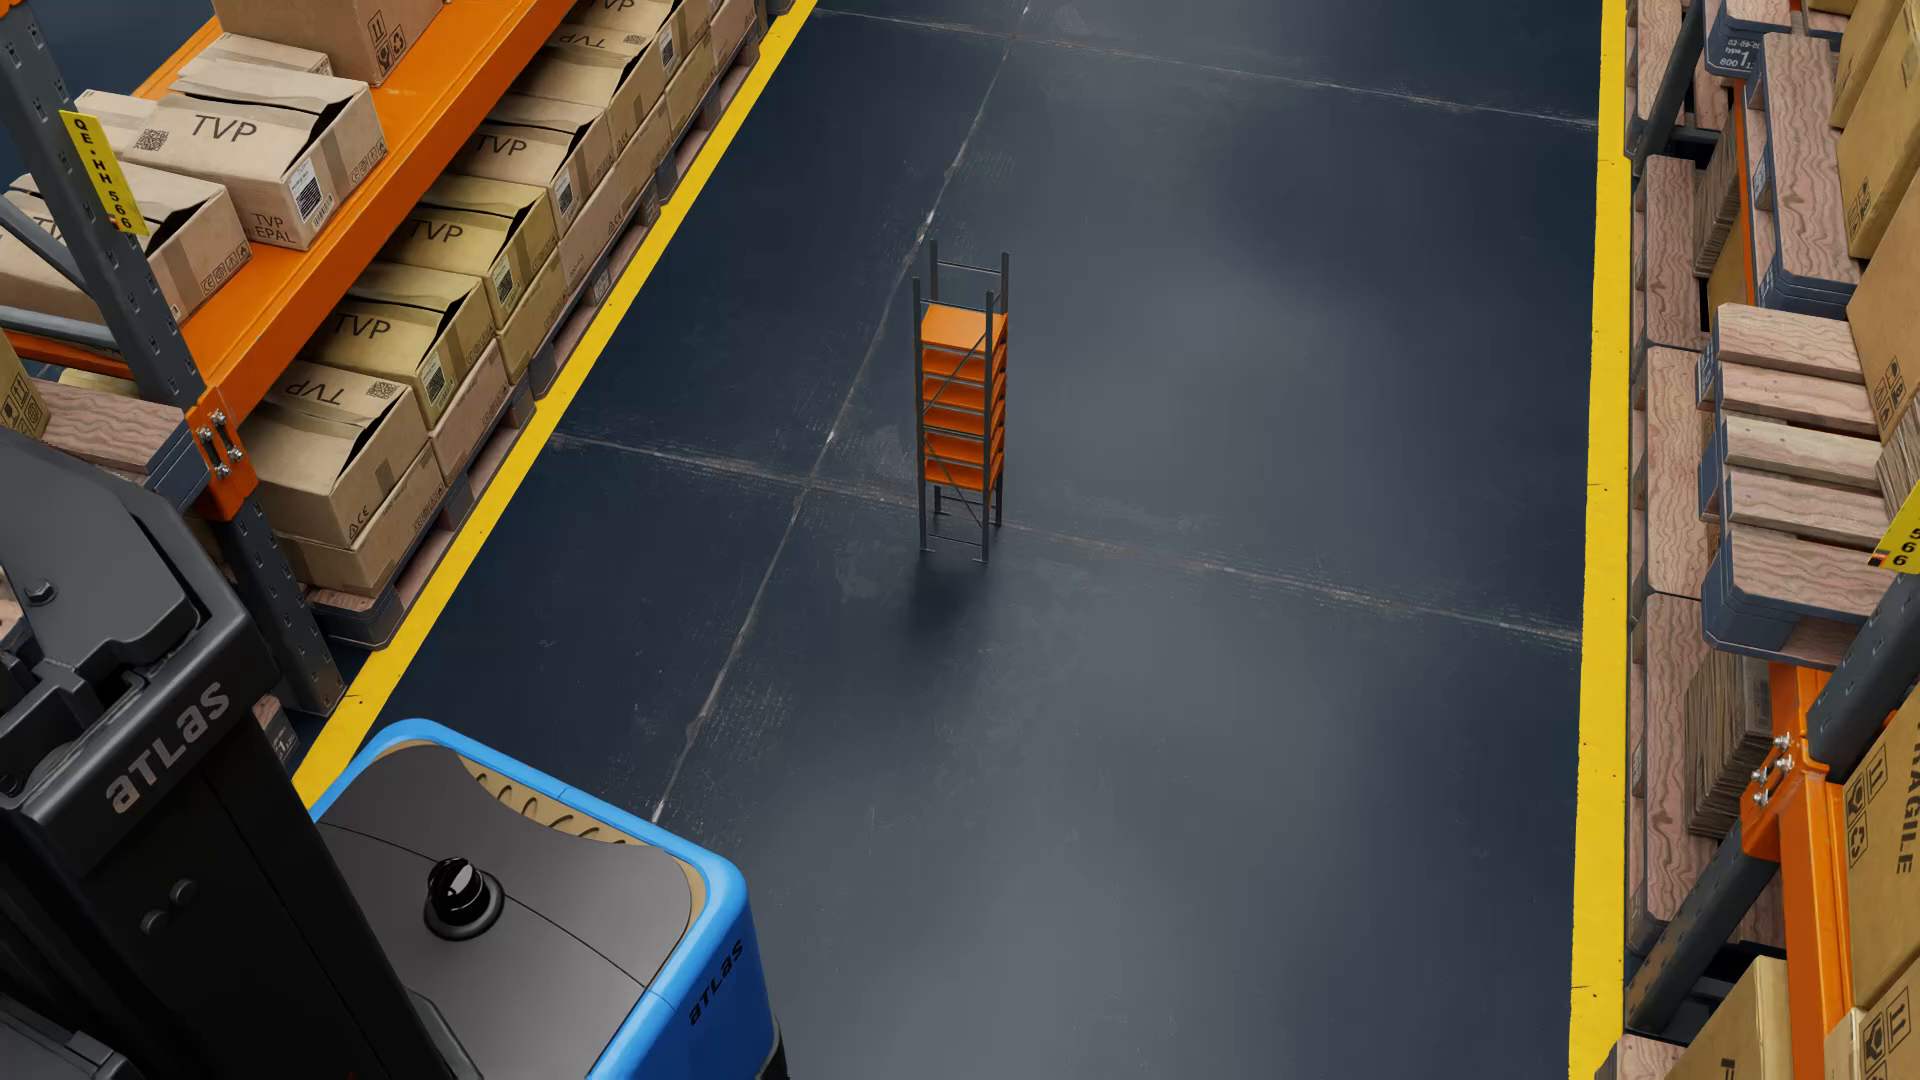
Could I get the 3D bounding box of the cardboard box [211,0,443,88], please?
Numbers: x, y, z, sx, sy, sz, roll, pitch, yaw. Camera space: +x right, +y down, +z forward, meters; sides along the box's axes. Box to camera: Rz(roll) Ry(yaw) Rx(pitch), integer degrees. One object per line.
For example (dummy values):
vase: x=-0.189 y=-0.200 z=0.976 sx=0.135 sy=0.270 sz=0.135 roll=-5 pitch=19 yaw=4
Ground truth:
cardboard box: x=-2.033 y=-1.818 z=5.288 sx=0.500 sy=0.500 sz=0.500 roll=9 pitch=49 yaw=8

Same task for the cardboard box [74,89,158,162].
cardboard box: x=-2.488 y=-1.190 z=4.968 sx=0.380 sy=0.149 sz=0.250 roll=12 pitch=50 yaw=10

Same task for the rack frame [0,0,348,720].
rack frame: x=-2.459 y=-0.568 z=4.251 sx=1.000 sy=3.000 sz=0.127 roll=12 pitch=50 yaw=10

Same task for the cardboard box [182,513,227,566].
cardboard box: x=-2.555 y=-0.226 z=5.503 sx=0.500 sy=0.250 sz=0.500 roll=13 pitch=50 yaw=11

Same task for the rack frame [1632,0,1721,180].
rack frame: x=3.374 y=-2.487 z=5.944 sx=1.000 sy=3.000 sz=0.127 roll=12 pitch=50 yaw=10

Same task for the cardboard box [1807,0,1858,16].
cardboard box: x=3.053 y=-1.901 z=5.067 sx=0.700 sy=0.500 sz=0.500 roll=16 pitch=51 yaw=14

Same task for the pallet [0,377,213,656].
pallet: x=-2.569 y=-0.001 z=3.878 sx=1.213 sy=0.211 sz=1.003 roll=12 pitch=50 yaw=10

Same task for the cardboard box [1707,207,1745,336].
cardboard box: x=3.109 y=-0.886 z=5.905 sx=0.700 sy=0.500 sz=0.500 roll=11 pitch=49 yaw=9

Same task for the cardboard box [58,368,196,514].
cardboard box: x=-2.558 y=-0.411 z=5.292 sx=0.500 sy=0.311 sz=0.500 roll=13 pitch=50 yaw=11

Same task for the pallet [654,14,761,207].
pallet: x=-1.562 y=-1.998 z=7.373 sx=1.003 sy=0.211 sz=1.213 roll=12 pitch=50 yaw=10

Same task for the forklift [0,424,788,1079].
forklift: x=-1.576 y=1.293 z=2.654 sx=1.130 sy=2.935 sz=3.031 roll=21 pitch=52 yaw=18

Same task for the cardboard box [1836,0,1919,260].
cardboard box: x=2.742 y=-1.020 z=4.289 sx=0.700 sy=0.500 sz=0.500 roll=12 pitch=50 yaw=10

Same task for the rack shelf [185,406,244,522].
rack shelf: x=-2.985 y=1.116 z=3.244 sx=1.077 sy=0.370 sz=4.000 roll=12 pitch=50 yaw=10

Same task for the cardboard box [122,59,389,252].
cardboard box: x=-2.036 y=-1.148 z=4.822 sx=0.500 sy=0.311 sz=0.500 roll=11 pitch=49 yaw=10

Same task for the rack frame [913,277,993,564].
rack frame: x=-0.020 y=-0.341 z=5.251 sx=0.240 sy=1.200 sz=0.006 roll=12 pitch=50 yaw=10

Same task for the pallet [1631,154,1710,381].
pallet: x=3.171 y=-1.001 z=6.492 sx=1.003 sy=0.211 sz=1.213 roll=12 pitch=50 yaw=10

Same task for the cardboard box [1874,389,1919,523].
cardboard box: x=2.435 y=-0.114 z=3.490 sx=0.700 sy=0.500 sz=0.500 roll=6 pitch=49 yaw=6

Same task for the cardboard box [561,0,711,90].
cardboard box: x=-1.367 y=-2.149 z=6.826 sx=0.500 sy=0.311 sz=0.500 roll=13 pitch=50 yaw=11

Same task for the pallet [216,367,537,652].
pallet: x=-2.204 y=-0.233 z=5.815 sx=1.003 sy=0.211 sz=1.213 roll=12 pitch=50 yaw=10

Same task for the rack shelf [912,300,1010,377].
rack shelf: x=0.004 y=-0.616 z=5.073 sx=0.258 sy=0.103 sz=0.180 roll=12 pitch=50 yaw=10

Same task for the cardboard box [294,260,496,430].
cardboard box: x=-1.907 y=-0.686 z=5.534 sx=0.500 sy=0.311 sz=0.500 roll=10 pitch=49 yaw=9

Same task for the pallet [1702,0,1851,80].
pallet: x=3.033 y=-1.899 z=5.554 sx=1.003 sy=0.211 sz=1.213 roll=12 pitch=50 yaw=10

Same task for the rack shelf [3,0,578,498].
rack shelf: x=-1.932 y=-1.777 z=5.798 sx=1.077 sy=0.370 sz=4.000 roll=12 pitch=50 yaw=10

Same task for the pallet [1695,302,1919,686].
pallet: x=2.406 y=-0.067 z=3.936 sx=1.213 sy=0.211 sz=1.003 roll=12 pitch=50 yaw=10

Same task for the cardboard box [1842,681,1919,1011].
cardboard box: x=1.947 y=0.569 z=2.969 sx=0.500 sy=0.500 sz=0.500 roll=13 pitch=50 yaw=11

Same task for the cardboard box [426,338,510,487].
cardboard box: x=-1.906 y=-0.482 z=5.729 sx=0.500 sy=0.250 sz=0.500 roll=10 pitch=49 yaw=9

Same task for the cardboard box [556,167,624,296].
cardboard box: x=-1.640 y=-1.230 z=6.389 sx=0.500 sy=0.250 sz=0.500 roll=12 pitch=50 yaw=11

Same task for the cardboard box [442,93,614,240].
cardboard box: x=-1.636 y=-1.426 z=6.188 sx=0.500 sy=0.311 sz=0.500 roll=11 pitch=49 yaw=10

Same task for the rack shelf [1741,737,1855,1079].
rack shelf: x=1.795 y=2.091 z=2.384 sx=1.077 sy=0.370 sz=4.000 roll=12 pitch=50 yaw=10

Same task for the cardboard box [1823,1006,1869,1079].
cardboard box: x=1.785 y=1.031 z=2.993 sx=0.380 sy=0.149 sz=0.250 roll=13 pitch=50 yaw=11

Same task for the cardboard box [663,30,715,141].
cardboard box: x=-1.370 y=-1.968 z=7.040 sx=0.500 sy=0.250 sz=0.500 roll=11 pitch=49 yaw=9

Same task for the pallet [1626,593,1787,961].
pallet: x=2.529 y=0.764 z=4.935 sx=1.003 sy=0.211 sz=1.213 roll=12 pitch=50 yaw=10

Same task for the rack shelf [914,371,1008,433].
rack shelf: x=0.004 y=-0.458 z=5.253 sx=0.258 sy=0.103 sz=0.180 roll=12 pitch=50 yaw=10

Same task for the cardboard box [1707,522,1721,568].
cardboard box: x=2.812 y=-0.158 z=5.262 sx=0.700 sy=0.500 sz=0.500 roll=11 pitch=50 yaw=10

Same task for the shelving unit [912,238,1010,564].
shelving unit: x=0.004 y=-0.407 z=5.309 sx=0.258 sy=1.200 sz=0.189 roll=12 pitch=50 yaw=10

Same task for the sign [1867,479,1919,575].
sign: x=1.795 y=-0.051 z=3.075 sx=0.100 sy=0.325 sz=0.005 roll=12 pitch=50 yaw=10

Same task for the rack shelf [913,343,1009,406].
rack shelf: x=0.004 y=-0.537 z=5.163 sx=0.258 sy=0.103 sz=0.180 roll=12 pitch=50 yaw=10

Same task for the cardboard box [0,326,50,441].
cardboard box: x=-2.516 y=-0.263 z=3.634 sx=0.700 sy=0.500 sz=0.500 roll=-3 pitch=49 yaw=-3
